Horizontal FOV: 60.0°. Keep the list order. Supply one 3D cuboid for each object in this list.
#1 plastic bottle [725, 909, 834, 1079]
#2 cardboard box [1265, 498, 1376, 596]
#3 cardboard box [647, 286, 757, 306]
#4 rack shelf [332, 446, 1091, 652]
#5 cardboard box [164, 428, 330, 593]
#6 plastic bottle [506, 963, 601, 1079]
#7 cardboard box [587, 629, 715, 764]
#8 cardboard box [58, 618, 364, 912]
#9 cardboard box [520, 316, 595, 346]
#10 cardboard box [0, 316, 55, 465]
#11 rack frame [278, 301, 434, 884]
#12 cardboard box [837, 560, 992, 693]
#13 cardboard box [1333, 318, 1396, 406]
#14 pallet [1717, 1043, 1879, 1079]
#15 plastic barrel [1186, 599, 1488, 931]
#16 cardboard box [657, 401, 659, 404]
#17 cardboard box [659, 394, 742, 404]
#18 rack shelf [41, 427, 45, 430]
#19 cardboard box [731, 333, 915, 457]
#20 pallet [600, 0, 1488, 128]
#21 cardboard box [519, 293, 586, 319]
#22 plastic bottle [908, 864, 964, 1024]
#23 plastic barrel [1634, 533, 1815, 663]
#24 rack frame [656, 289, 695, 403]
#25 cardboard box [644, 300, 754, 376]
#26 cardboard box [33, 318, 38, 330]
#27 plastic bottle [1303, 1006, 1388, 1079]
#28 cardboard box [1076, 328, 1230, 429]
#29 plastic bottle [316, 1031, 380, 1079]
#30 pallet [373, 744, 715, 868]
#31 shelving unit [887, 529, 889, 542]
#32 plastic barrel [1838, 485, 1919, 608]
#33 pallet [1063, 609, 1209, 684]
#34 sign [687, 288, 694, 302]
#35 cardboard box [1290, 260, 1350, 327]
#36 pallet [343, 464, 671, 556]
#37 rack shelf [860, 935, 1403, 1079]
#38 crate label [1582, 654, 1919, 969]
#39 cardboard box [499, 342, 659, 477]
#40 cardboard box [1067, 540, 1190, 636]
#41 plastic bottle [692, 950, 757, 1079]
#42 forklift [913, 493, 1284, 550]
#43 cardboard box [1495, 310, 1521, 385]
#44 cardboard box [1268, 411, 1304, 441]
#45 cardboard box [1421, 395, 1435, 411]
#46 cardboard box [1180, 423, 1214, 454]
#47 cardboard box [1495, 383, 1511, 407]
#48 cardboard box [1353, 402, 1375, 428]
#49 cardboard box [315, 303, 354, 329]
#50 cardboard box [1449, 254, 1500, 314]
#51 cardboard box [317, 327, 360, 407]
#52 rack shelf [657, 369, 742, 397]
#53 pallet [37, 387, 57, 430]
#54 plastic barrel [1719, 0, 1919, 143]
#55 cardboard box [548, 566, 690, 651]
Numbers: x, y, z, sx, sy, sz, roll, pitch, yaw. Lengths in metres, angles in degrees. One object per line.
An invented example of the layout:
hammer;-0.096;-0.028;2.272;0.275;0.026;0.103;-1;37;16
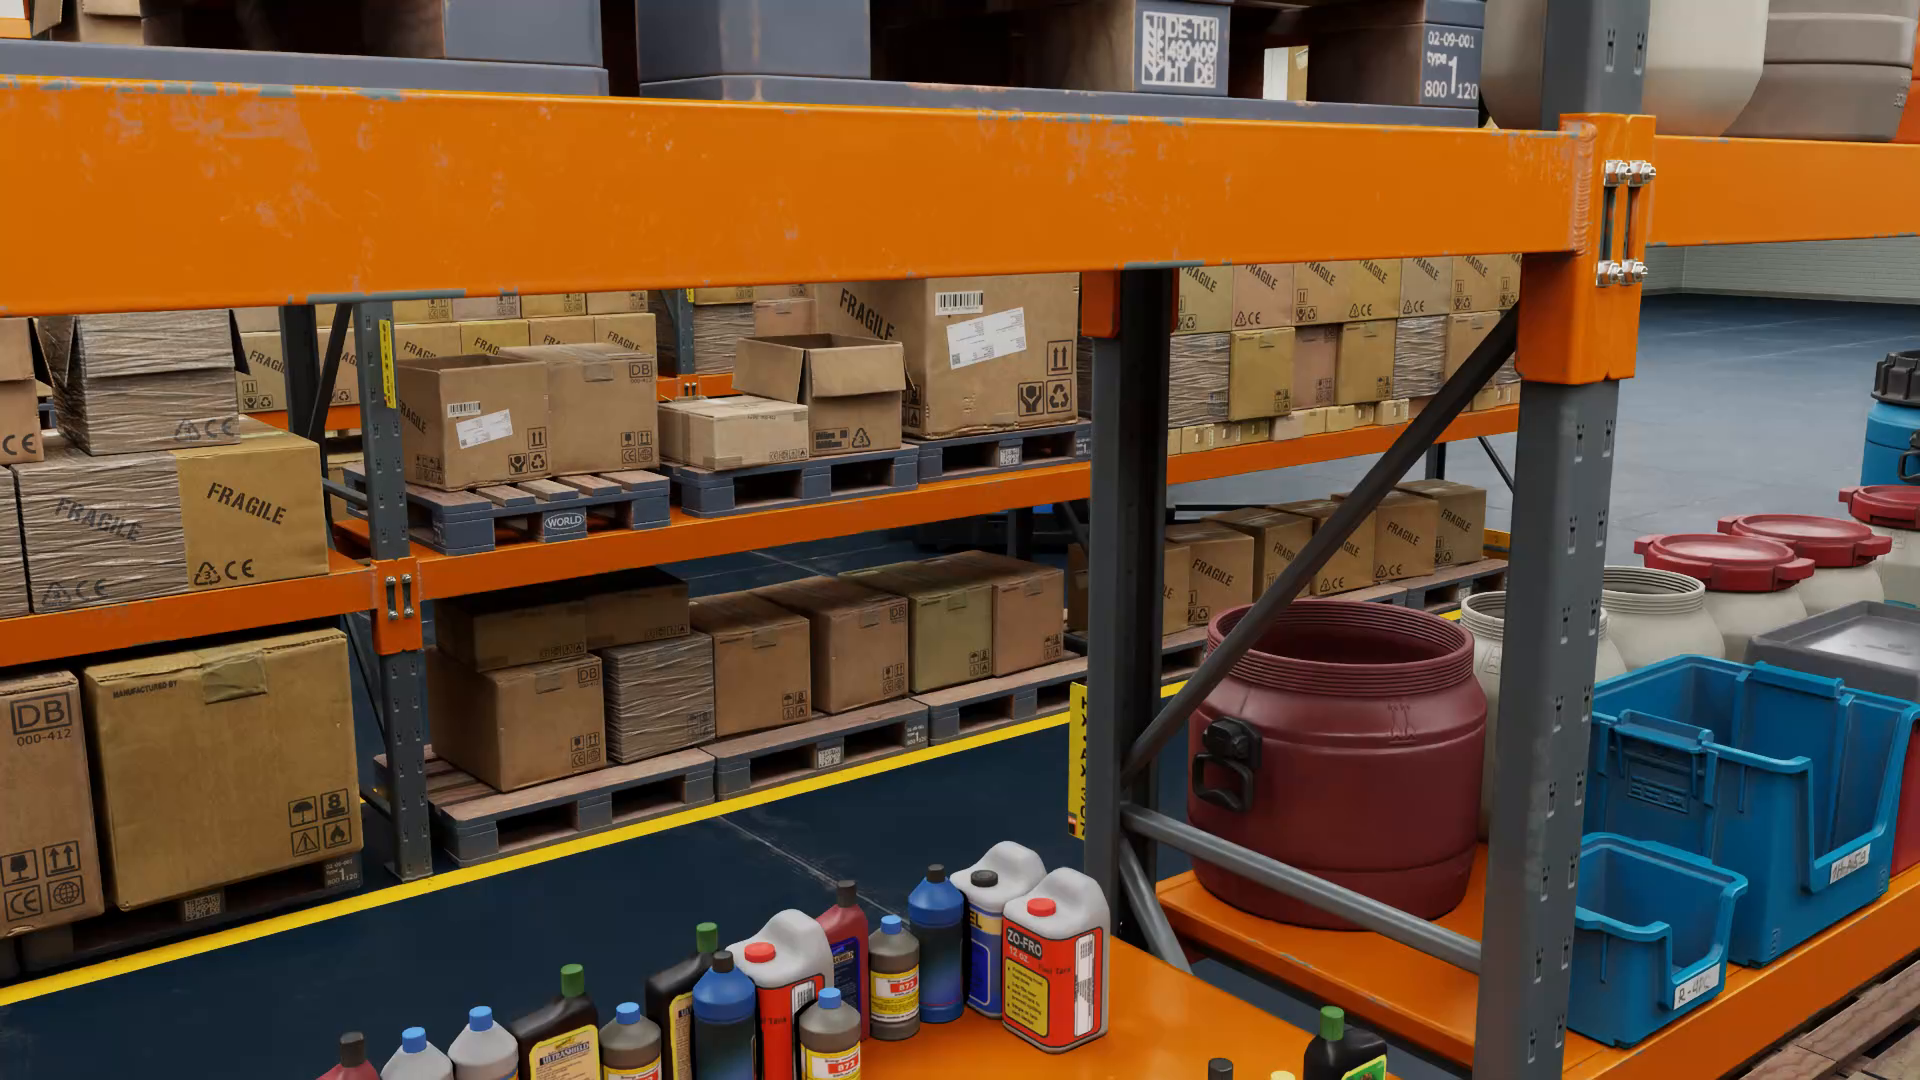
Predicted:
plastic bottle;-0.295;0.748;2.683;0.135;0.276;0.152;-9;15;-38
cardboard box;2.314;0.039;10.730;0.500;0.500;0.500;-8;14;-32
cardboard box;-2.075;-2.160;13.120;0.550;0.550;0.875;-9;15;-38
rack shelf;-0.927;-0.087;8.051;4.000;0.370;1.077;-9;15;-38
cardboard box;-2.719;-0.125;6.253;0.500;0.500;0.500;-9;15;-36
plastic bottle;-0.609;0.784;2.495;0.133;0.283;0.061;-9;15;-38
cardboard box;-1.553;0.663;7.741;0.500;0.500;0.700;-11;16;-42
cardboard box;-3.040;0.740;6.525;0.875;0.875;1.225;-10;16;-40
cardboard box;-3.020;-1.389;12.206;0.500;0.500;0.500;-10;15;-38
cardboard box;-3.580;-0.543;5.809;0.637;0.503;0.797;-9;15;-36
rack frame;-2.488;-0.180;6.754;0.127;3.000;1.000;-9;15;-38
cardboard box;-0.242;0.444;8.776;0.500;0.500;0.700;-10;15;-38
cardboard box;2.181;-1.140;10.320;0.500;0.500;0.875;-9;15;-38
pallet;2.187;1.736;4.446;1.213;0.211;1.003;-9;15;-38
plastic barrel;0.779;0.448;3.472;0.708;0.536;0.600;-9;15;-38
cardboard box;-3.305;-1.471;18.444;0.500;0.250;0.500;-9;15;-37
cardboard box;-1.850;-0.753;13.557;0.875;0.875;0.875;-9;15;-37
rack shelf;-7.070;-0.386;9.457;4.000;0.370;1.077;-9;15;-38
cardboard box;-0.661;-0.715;8.014;0.637;0.503;0.797;-8;14;-32
pallet;-0.053;-0.668;2.286;1.213;0.211;1.003;-9;15;-38
cardboard box;-3.169;-1.922;12.311;0.500;0.500;0.700;-10;15;-39
plastic bottle;-0.042;0.701;2.917;0.097;0.271;0.097;0;12;0
plastic barrel;1.934;0.278;4.271;0.433;0.535;0.433;0;12;0
rack frame;-2.385;-1.516;13.049;0.127;3.000;1.000;-9;15;-38
cardboard box;-2.104;-1.640;13.268;0.550;0.550;0.875;-9;15;-38
cardboard box;-5.604;-1.233;9.875;0.250;0.149;0.380;-10;16;-40
plastic bottle;0.556;0.802;2.410;0.133;0.283;0.061;-9;15;-38
cardboard box;1.025;-0.942;9.385;0.500;0.500;0.875;-9;15;-38
plastic bottle;-0.865;0.827;2.294;0.133;0.283;0.061;-9;15;-38
pallet;-1.877;1.083;7.520;1.213;0.211;1.003;-9;15;-38
shelving unit;-0.468;-0.449;13.078;0.210;0.900;0.258;0;12;0
plastic barrel;2.845;0.127;4.984;0.433;0.535;0.433;0;12;0
pallet;1.137;0.572;9.925;1.213;0.211;1.003;-9;15;-38
sign;-2.038;-1.957;12.528;0.005;0.325;0.100;-9;15;-38
cardboard box;1.925;-1.529;9.746;0.500;0.500;0.500;-9;15;-38
pallet;-1.999;-0.196;7.291;1.003;0.211;1.213;-9;15;-38
rack shelf;-0.956;1.235;1.823;4.000;0.370;1.077;-9;15;-38
crate label;1.550;0.521;3.368;0.616;0.435;0.502;-9;15;-38
cardboard box;-1.718;-0.599;7.478;0.500;0.500;0.700;-7;14;-29
cardboard box;0.972;0.273;9.628;0.500;0.500;0.500;-10;16;-39
plastic bottle;-0.365;0.771;2.587;0.097;0.271;0.097;0;12;0
forklift;1.155;-1.439;12.849;3.031;2.935;1.130;0;12;0
cardboard box;3.312;-1.345;11.286;0.500;0.500;0.875;-9;15;-38
cardboard box;1.782;-0.682;9.724;0.250;0.149;0.380;-9;15;-38
cardboard box;2.880;-0.896;10.730;0.250;0.149;0.380;-9;15;-38
cardboard box;1.194;-0.585;9.269;0.250;0.149;0.380;-9;15;-38
cardboard box;3.469;-0.992;11.185;0.250;0.149;0.380;-9;15;-38
cardboard box;2.321;-0.792;10.240;0.250;0.149;0.380;-9;15;-38
cardboard box;-4.358;-1.725;11.382;0.500;0.500;0.700;-10;15;-39
cardboard box;3.096;-1.724;10.663;0.500;0.500;0.500;-9;15;-38
cardboard box;-4.200;-1.193;11.283;0.500;0.500;0.500;-9;15;-38
rack shelf;-0.823;-1.424;14.346;4.000;0.370;1.077;-9;15;-38
pallet;-5.998;-0.794;10.107;1.003;0.211;1.213;-9;15;-38
plastic barrel;1.383;-1.160;2.943;0.600;0.901;0.600;0;12;0
cardboard box;-1.576;0.299;7.654;0.500;0.250;0.500;-7;14;-31
